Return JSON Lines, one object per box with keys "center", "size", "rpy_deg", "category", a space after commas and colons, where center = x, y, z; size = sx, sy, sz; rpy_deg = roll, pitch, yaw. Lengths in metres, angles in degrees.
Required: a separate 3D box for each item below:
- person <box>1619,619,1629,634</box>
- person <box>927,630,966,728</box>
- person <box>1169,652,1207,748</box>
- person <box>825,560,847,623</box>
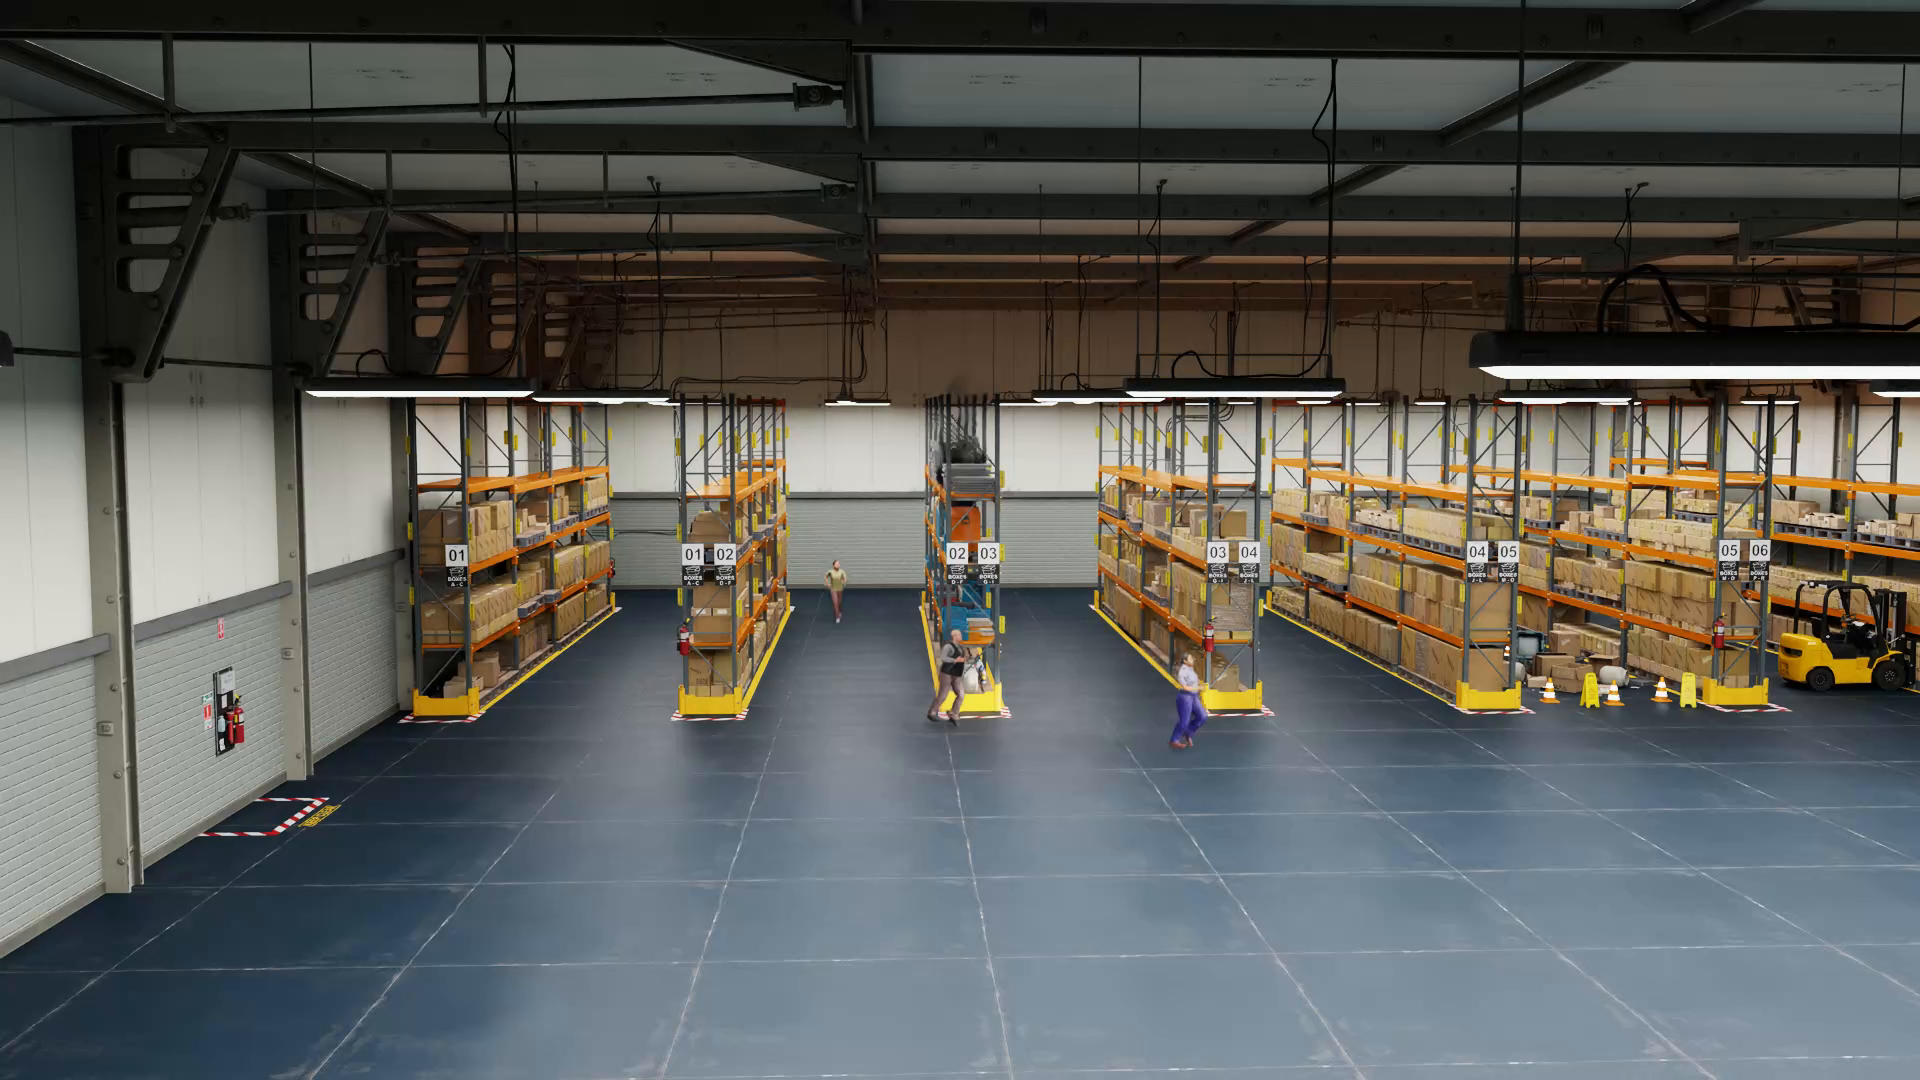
{"center": [16.265, 1.689, 40.748], "size": [0.538, 1.649, 0.768], "rpy_deg": [-1, 5, -11], "category": "person"}
{"center": [-0.151, 2.500, 30.172], "size": [0.741, 1.747, 0.677], "rpy_deg": [4, 6, 42], "category": "person"}
{"center": [3.845, 2.703, 27.956], "size": [0.643, 1.617, 0.579], "rpy_deg": [2, 5, 28], "category": "person"}
{"center": [-3.329, 1.368, 44.720], "size": [0.589, 1.665, 0.897], "rpy_deg": [-1, 5, -12], "category": "person"}
